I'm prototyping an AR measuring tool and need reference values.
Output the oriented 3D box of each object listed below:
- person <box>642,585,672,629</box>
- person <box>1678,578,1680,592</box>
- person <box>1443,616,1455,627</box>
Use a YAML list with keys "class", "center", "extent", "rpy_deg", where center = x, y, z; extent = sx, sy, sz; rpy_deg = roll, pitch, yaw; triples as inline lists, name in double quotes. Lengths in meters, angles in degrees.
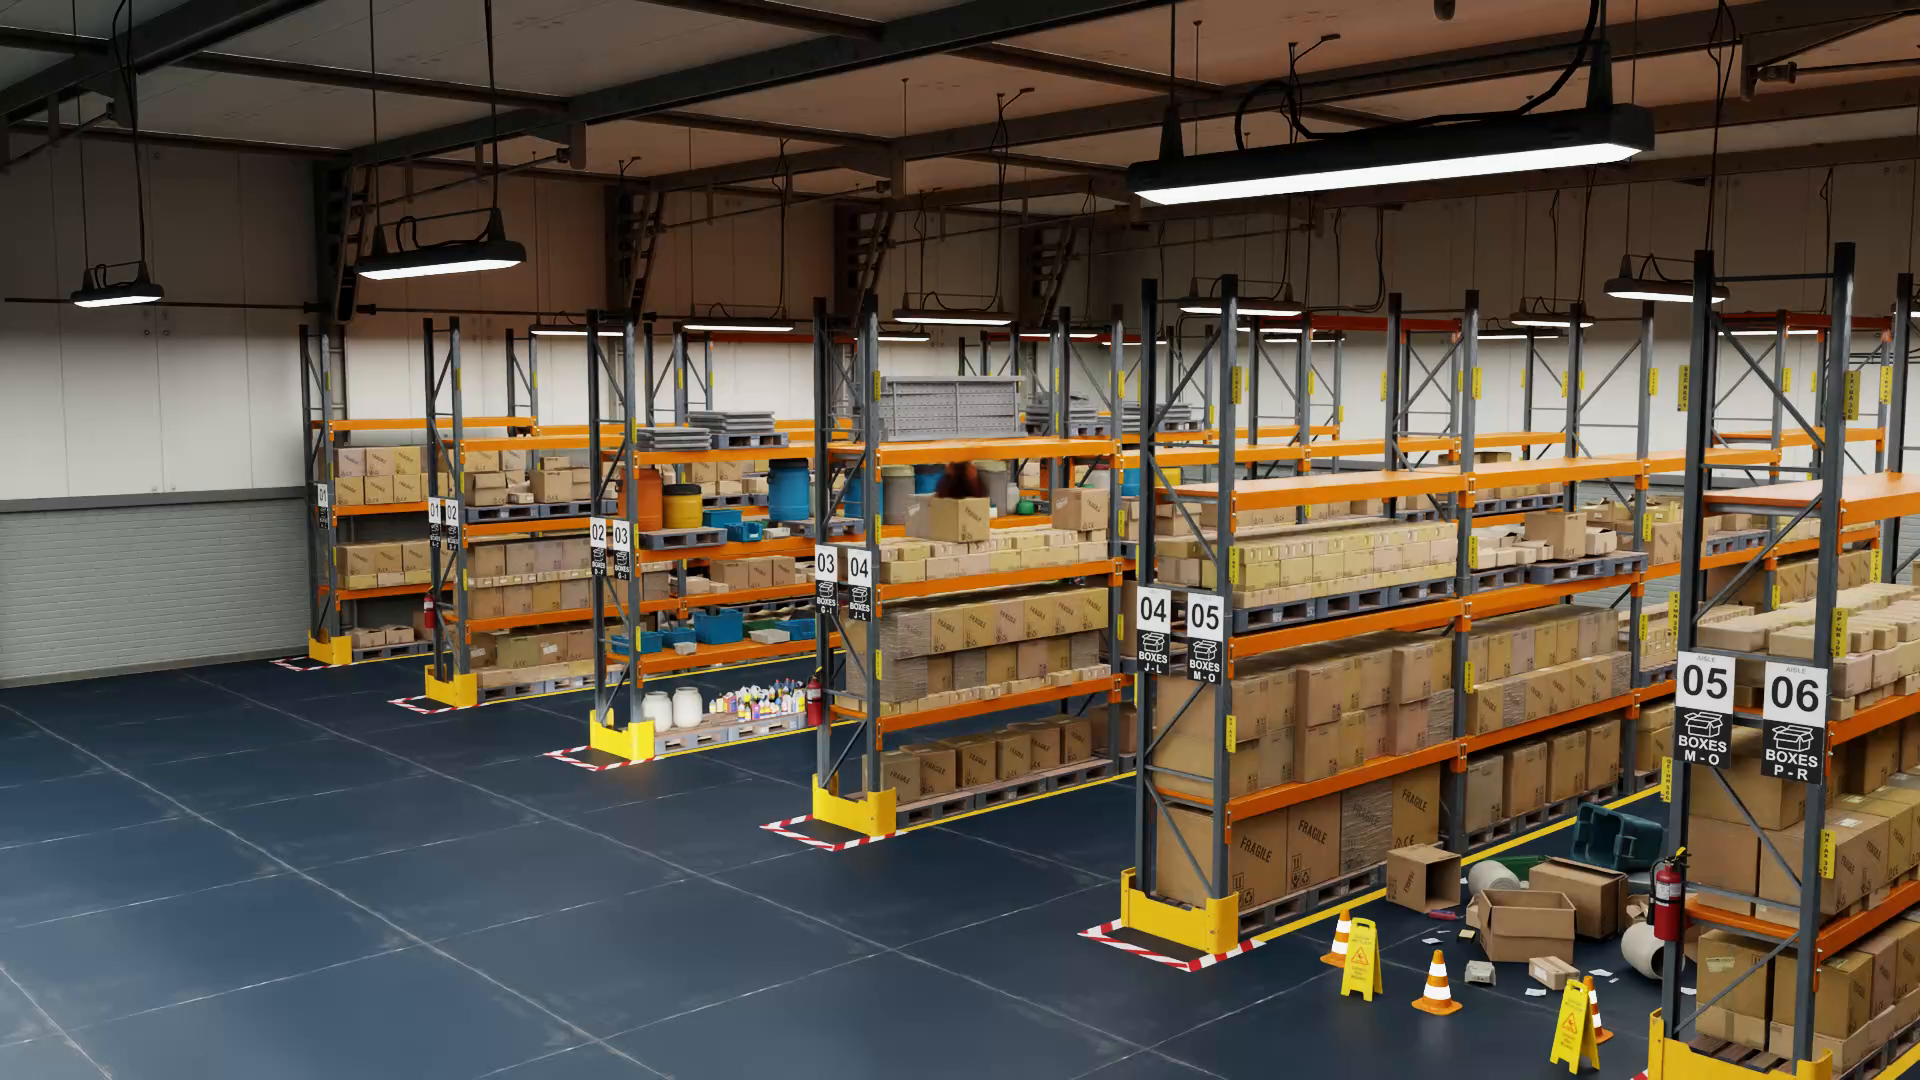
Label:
- class: "person"
  center: [-5.620, 1.235, 30.644]
  extent: [0.580, 1.754, 0.646]
  rpy_deg: [1, 6, 13]
- class: "person"
  center: [12.797, 1.391, 29.247]
  extent: [0.874, 1.635, 0.505]
  rpy_deg: [4, 7, 32]
- class: "person"
  center: [7.271, 1.851, 24.521]
  extent: [1.034, 1.677, 0.563]
  rpy_deg: [-6, 8, -45]
